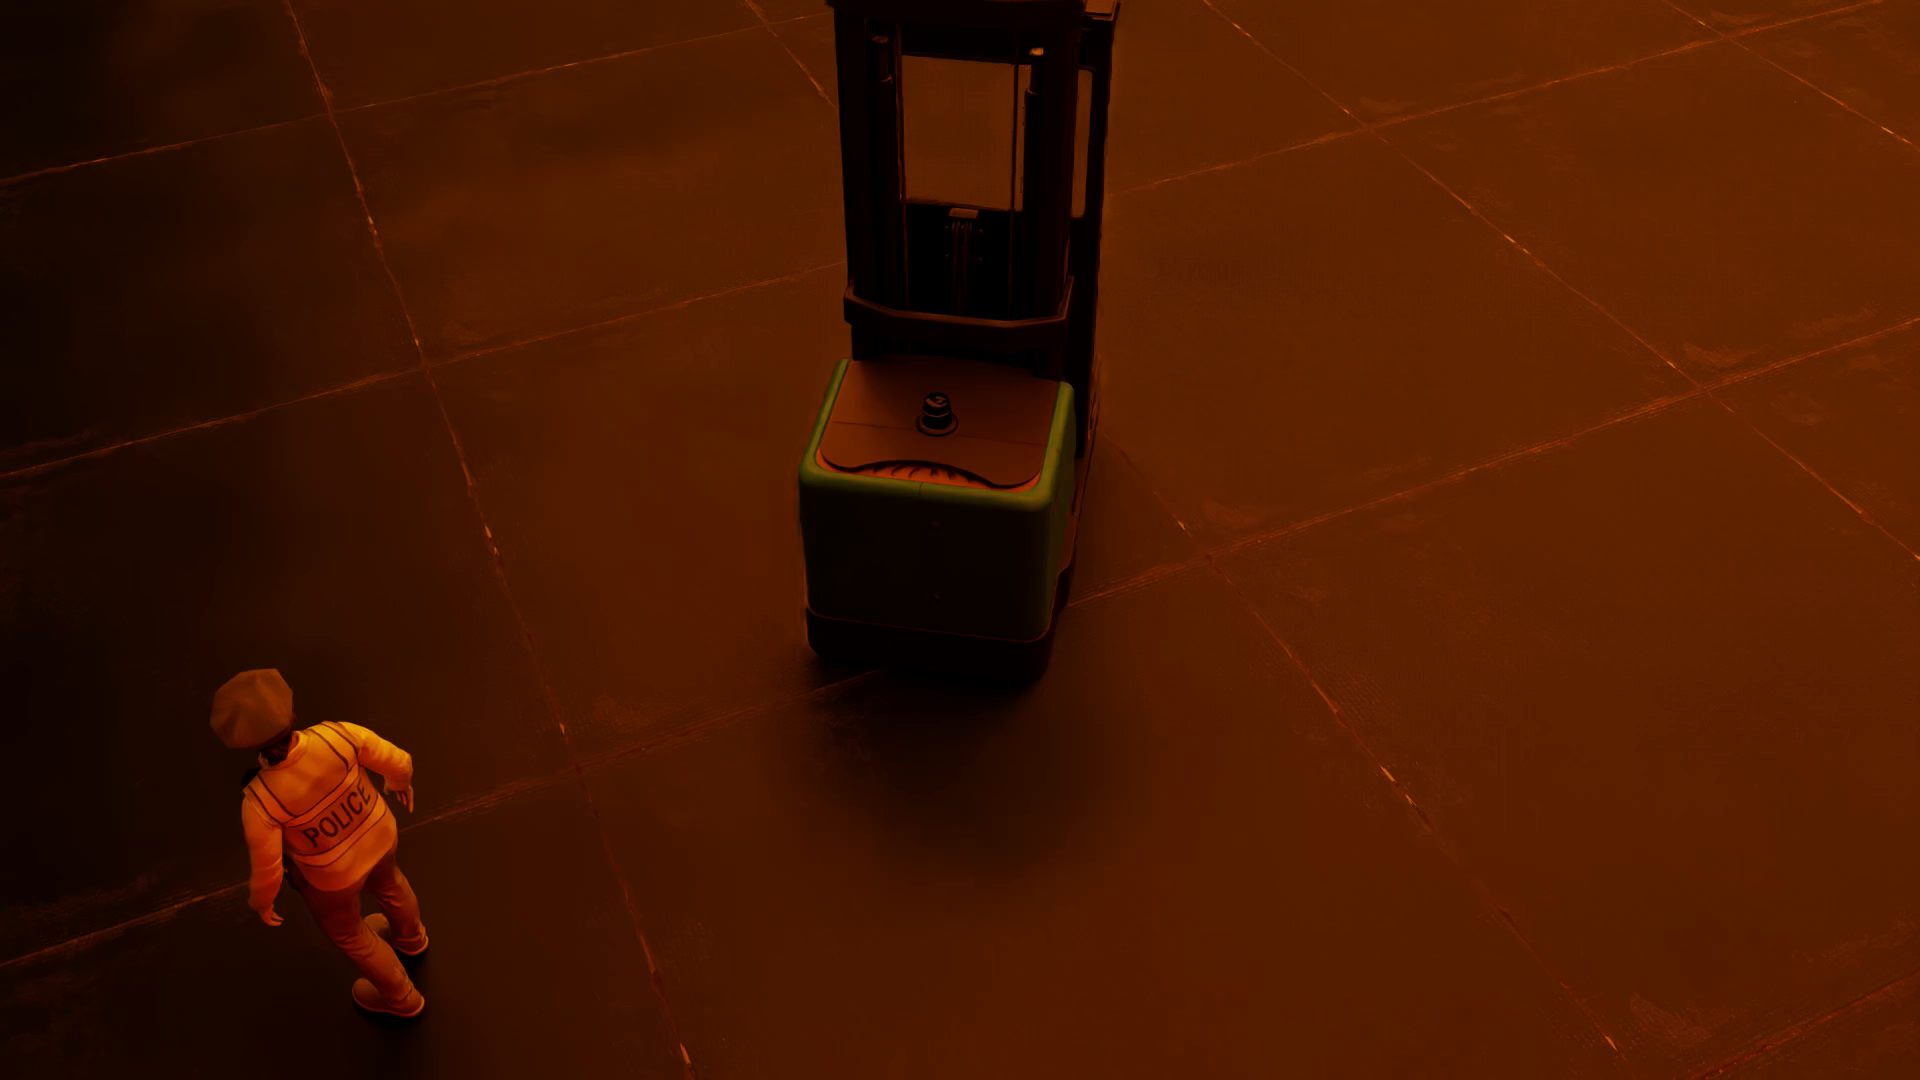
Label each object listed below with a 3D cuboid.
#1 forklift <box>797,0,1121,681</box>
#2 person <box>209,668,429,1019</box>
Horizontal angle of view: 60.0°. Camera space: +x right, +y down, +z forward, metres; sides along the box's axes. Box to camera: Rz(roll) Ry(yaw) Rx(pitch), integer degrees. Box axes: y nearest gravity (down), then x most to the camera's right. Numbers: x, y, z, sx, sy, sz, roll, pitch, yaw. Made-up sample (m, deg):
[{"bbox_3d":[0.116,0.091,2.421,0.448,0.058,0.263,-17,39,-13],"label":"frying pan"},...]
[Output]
[{"bbox_3d":[0.094,-1.485,7.271,1.130,2.935,3.031,7,43,7],"label":"forklift"},{"bbox_3d":[-2.112,1.006,5.525,0.476,1.676,0.657,22,47,22],"label":"person"}]
